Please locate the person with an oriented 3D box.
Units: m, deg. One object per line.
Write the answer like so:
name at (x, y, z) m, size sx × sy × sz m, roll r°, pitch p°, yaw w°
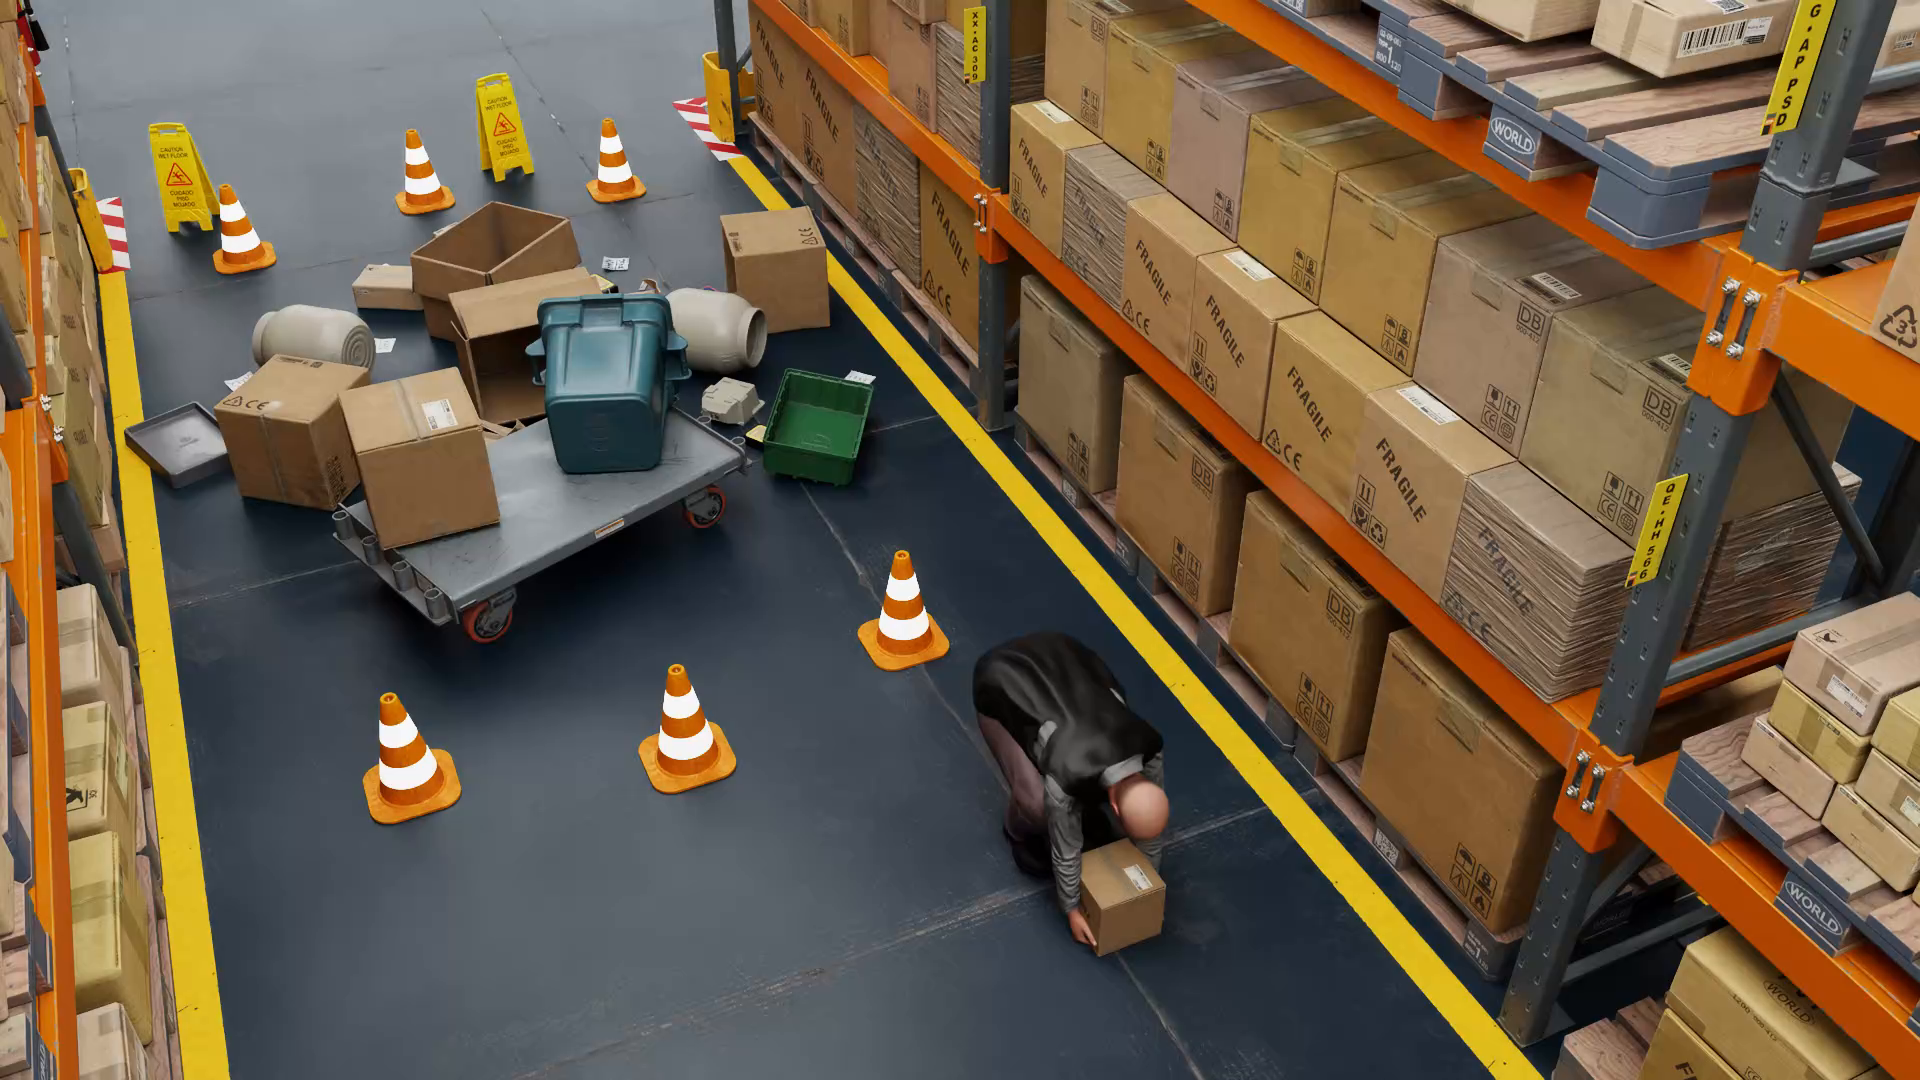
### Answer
person at (0.412, 0.831, 5.815) m, size 0.507 × 0.857 × 0.954 m, roll -17°, pitch 40°, yaw -21°
